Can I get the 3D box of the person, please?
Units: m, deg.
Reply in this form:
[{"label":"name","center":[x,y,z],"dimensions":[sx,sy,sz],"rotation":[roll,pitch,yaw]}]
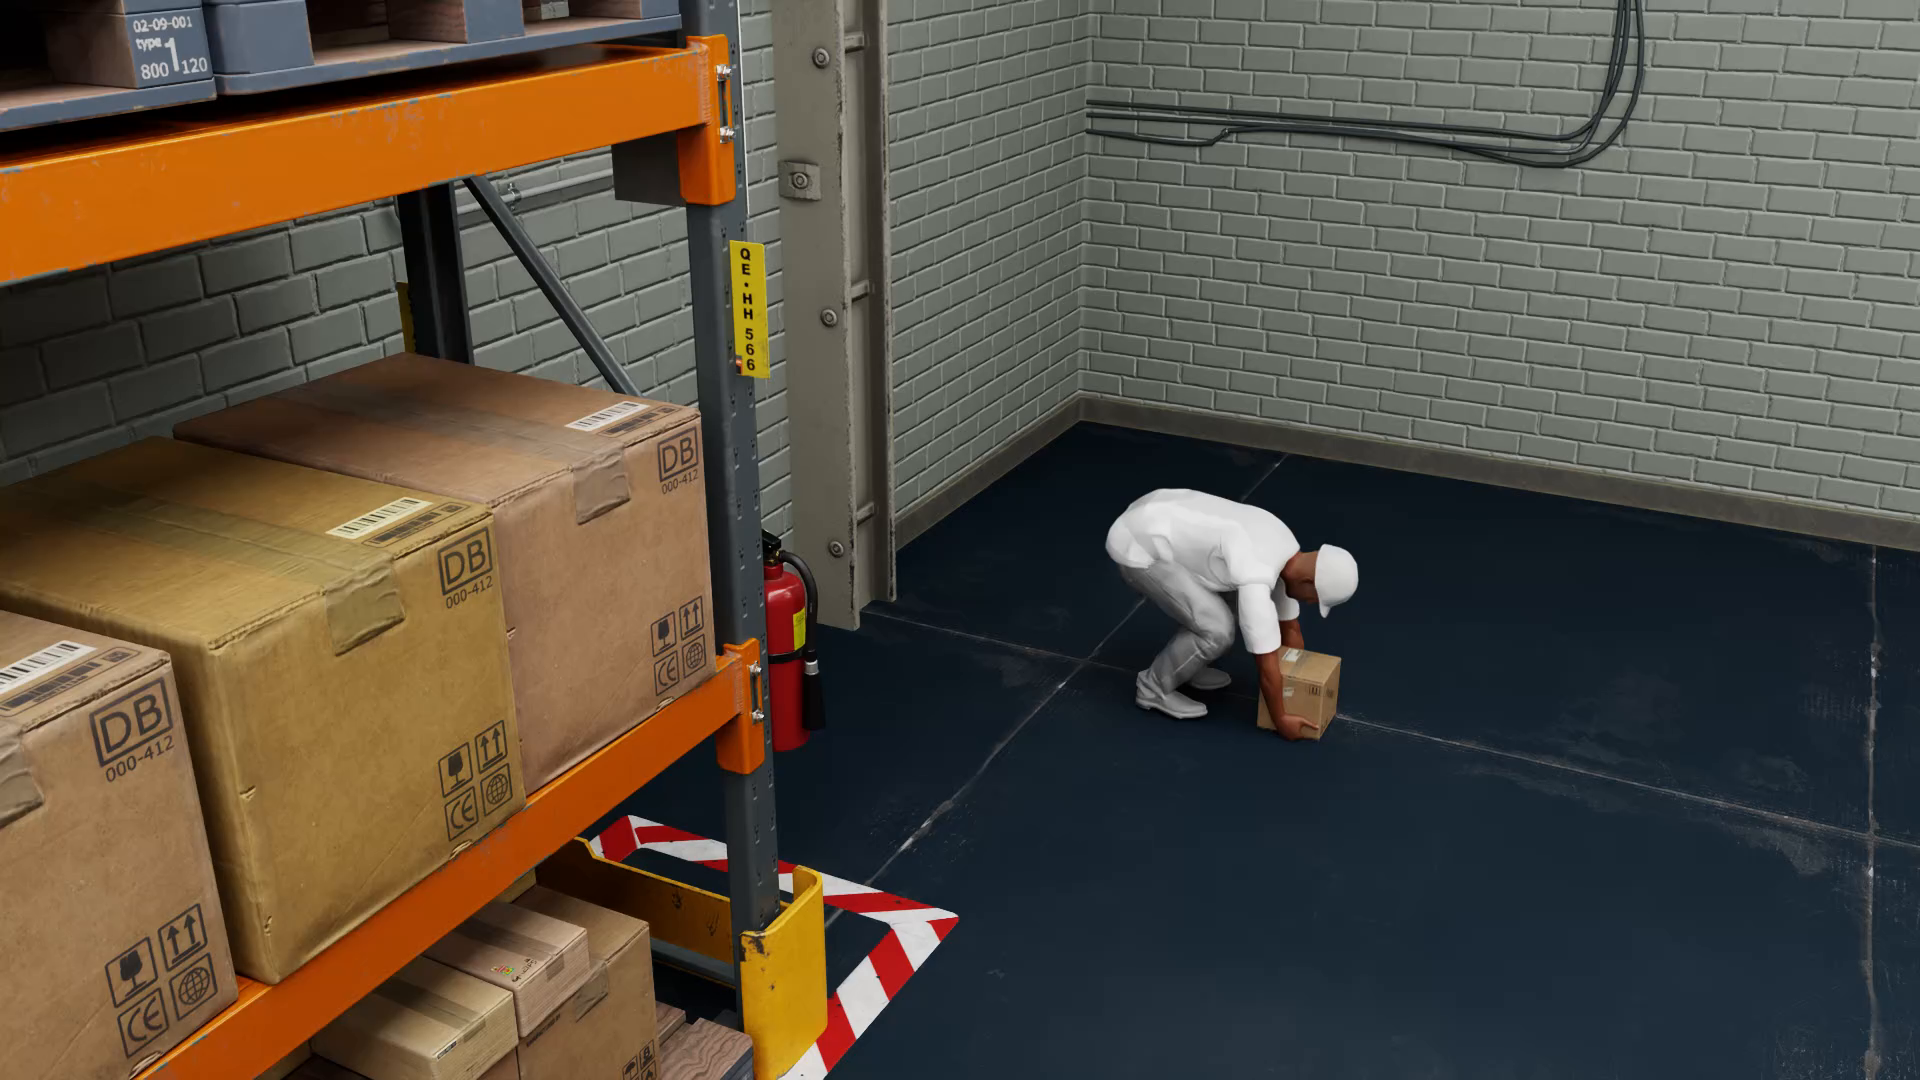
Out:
[{"label":"person","center":[1.067,0.264,6.593],"dimensions":[0.978,0.896,0.504],"rotation":[10,25,23]}]
